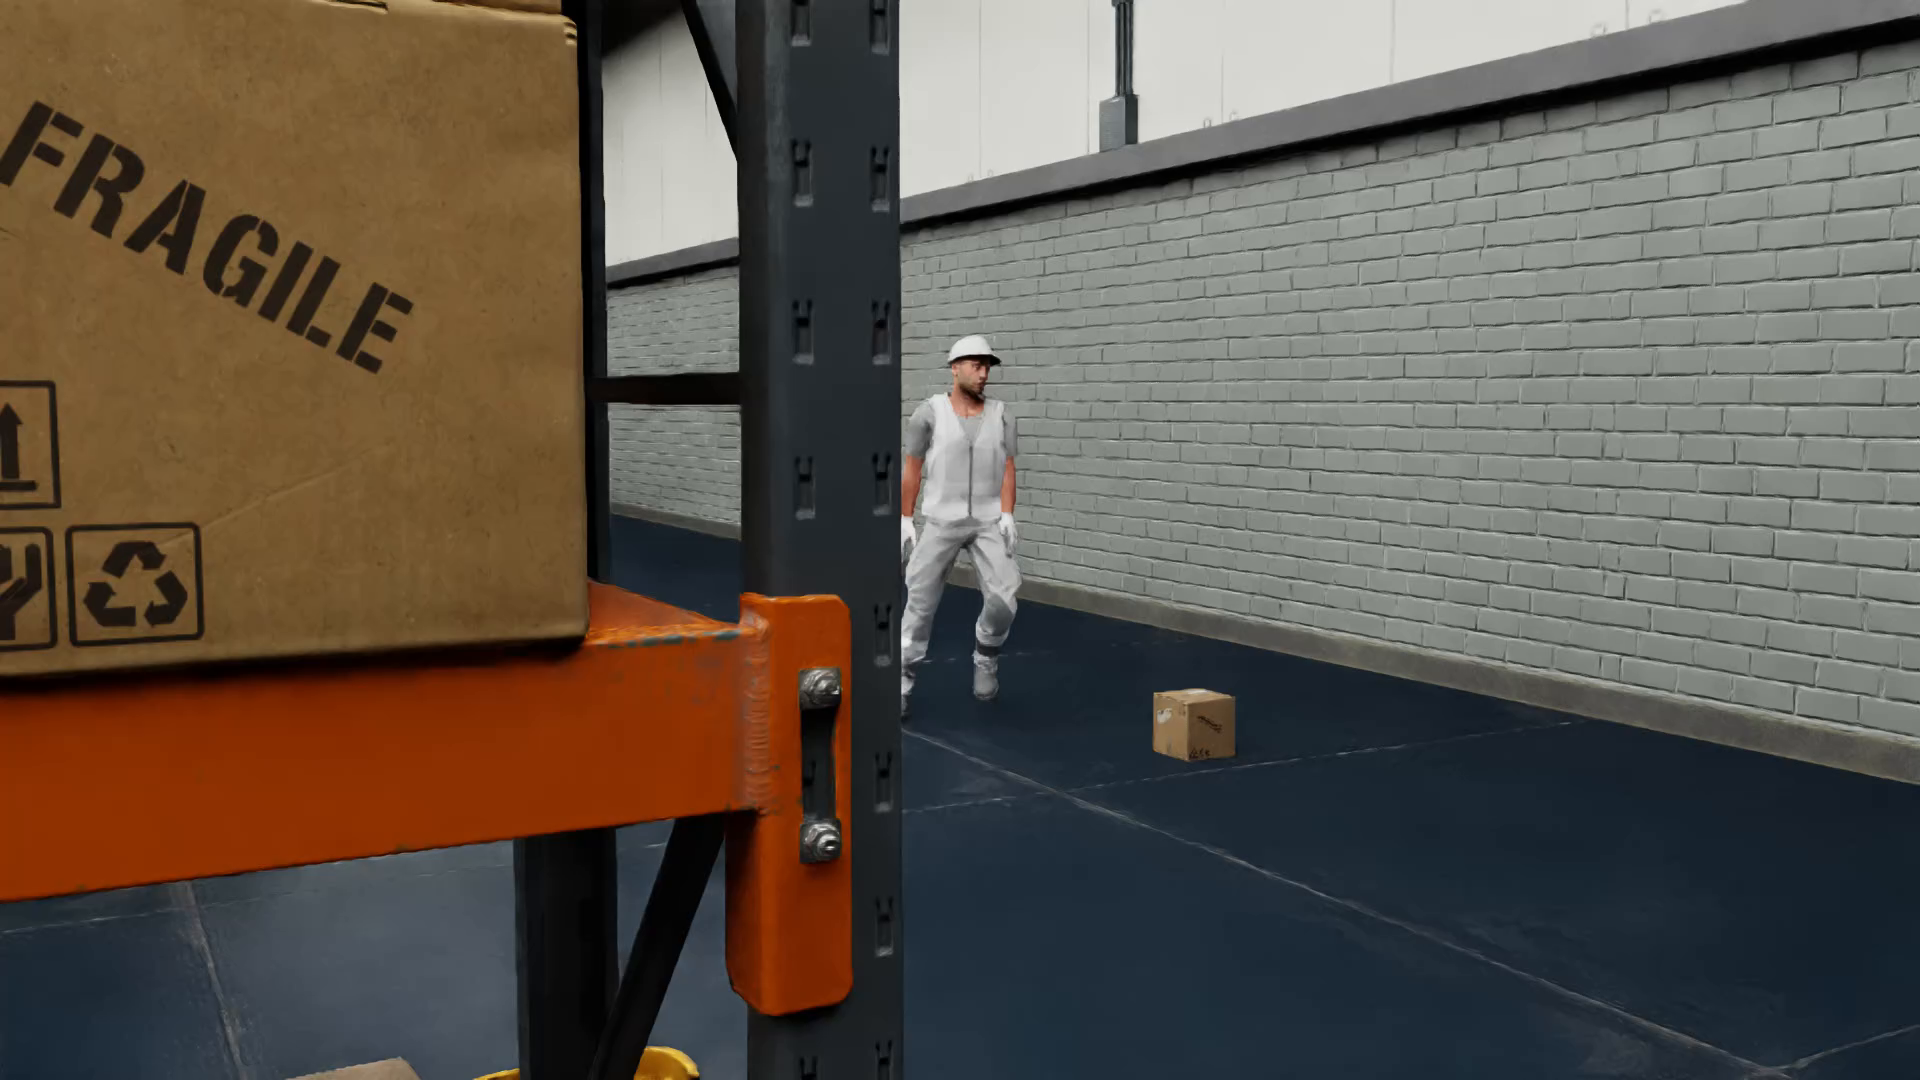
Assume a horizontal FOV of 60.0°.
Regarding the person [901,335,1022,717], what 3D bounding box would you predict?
[{"bbox_3d":[-0.051,-0.067,7.747,0.670,1.769,0.475,-1,5,-12],"label":"person"}]
